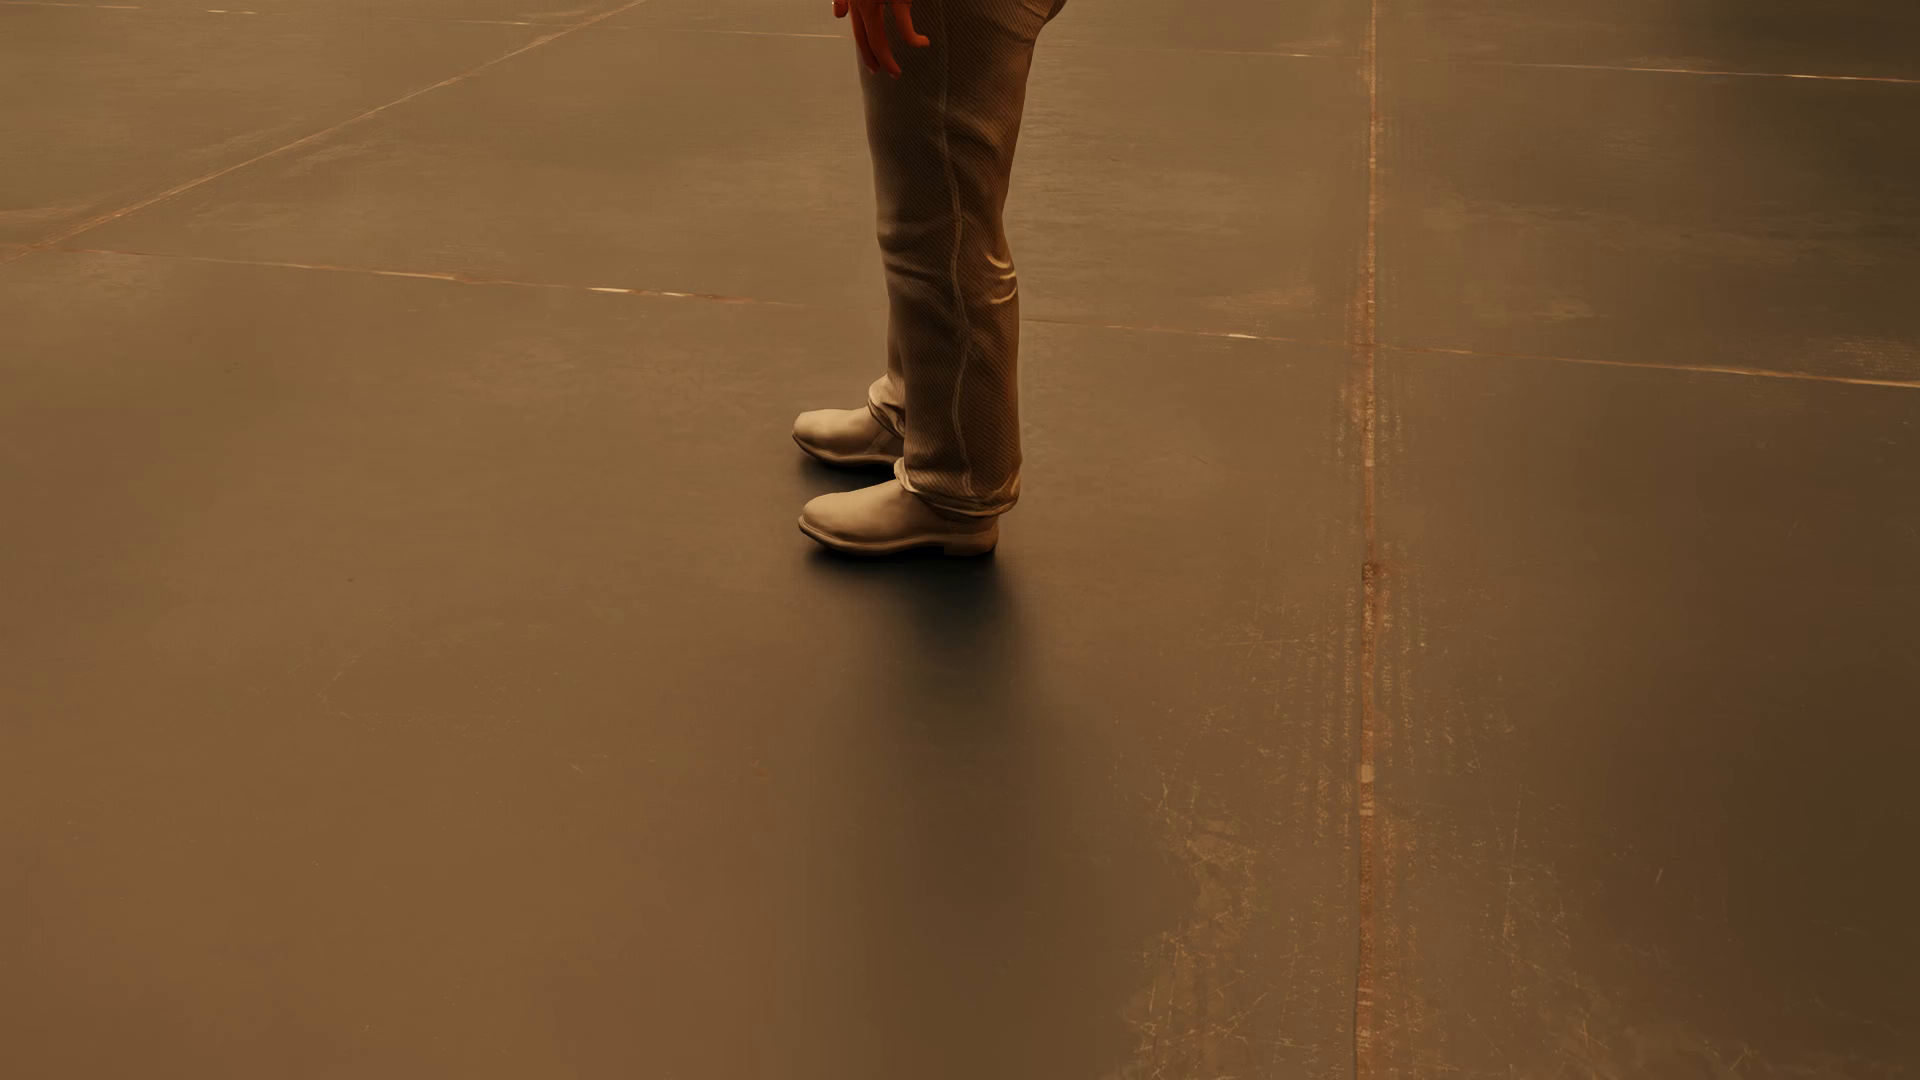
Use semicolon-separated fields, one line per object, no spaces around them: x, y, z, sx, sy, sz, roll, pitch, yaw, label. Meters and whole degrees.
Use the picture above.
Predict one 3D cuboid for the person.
-0.060;-0.808;2.116;0.566;1.775;0.633;6;27;11;person
